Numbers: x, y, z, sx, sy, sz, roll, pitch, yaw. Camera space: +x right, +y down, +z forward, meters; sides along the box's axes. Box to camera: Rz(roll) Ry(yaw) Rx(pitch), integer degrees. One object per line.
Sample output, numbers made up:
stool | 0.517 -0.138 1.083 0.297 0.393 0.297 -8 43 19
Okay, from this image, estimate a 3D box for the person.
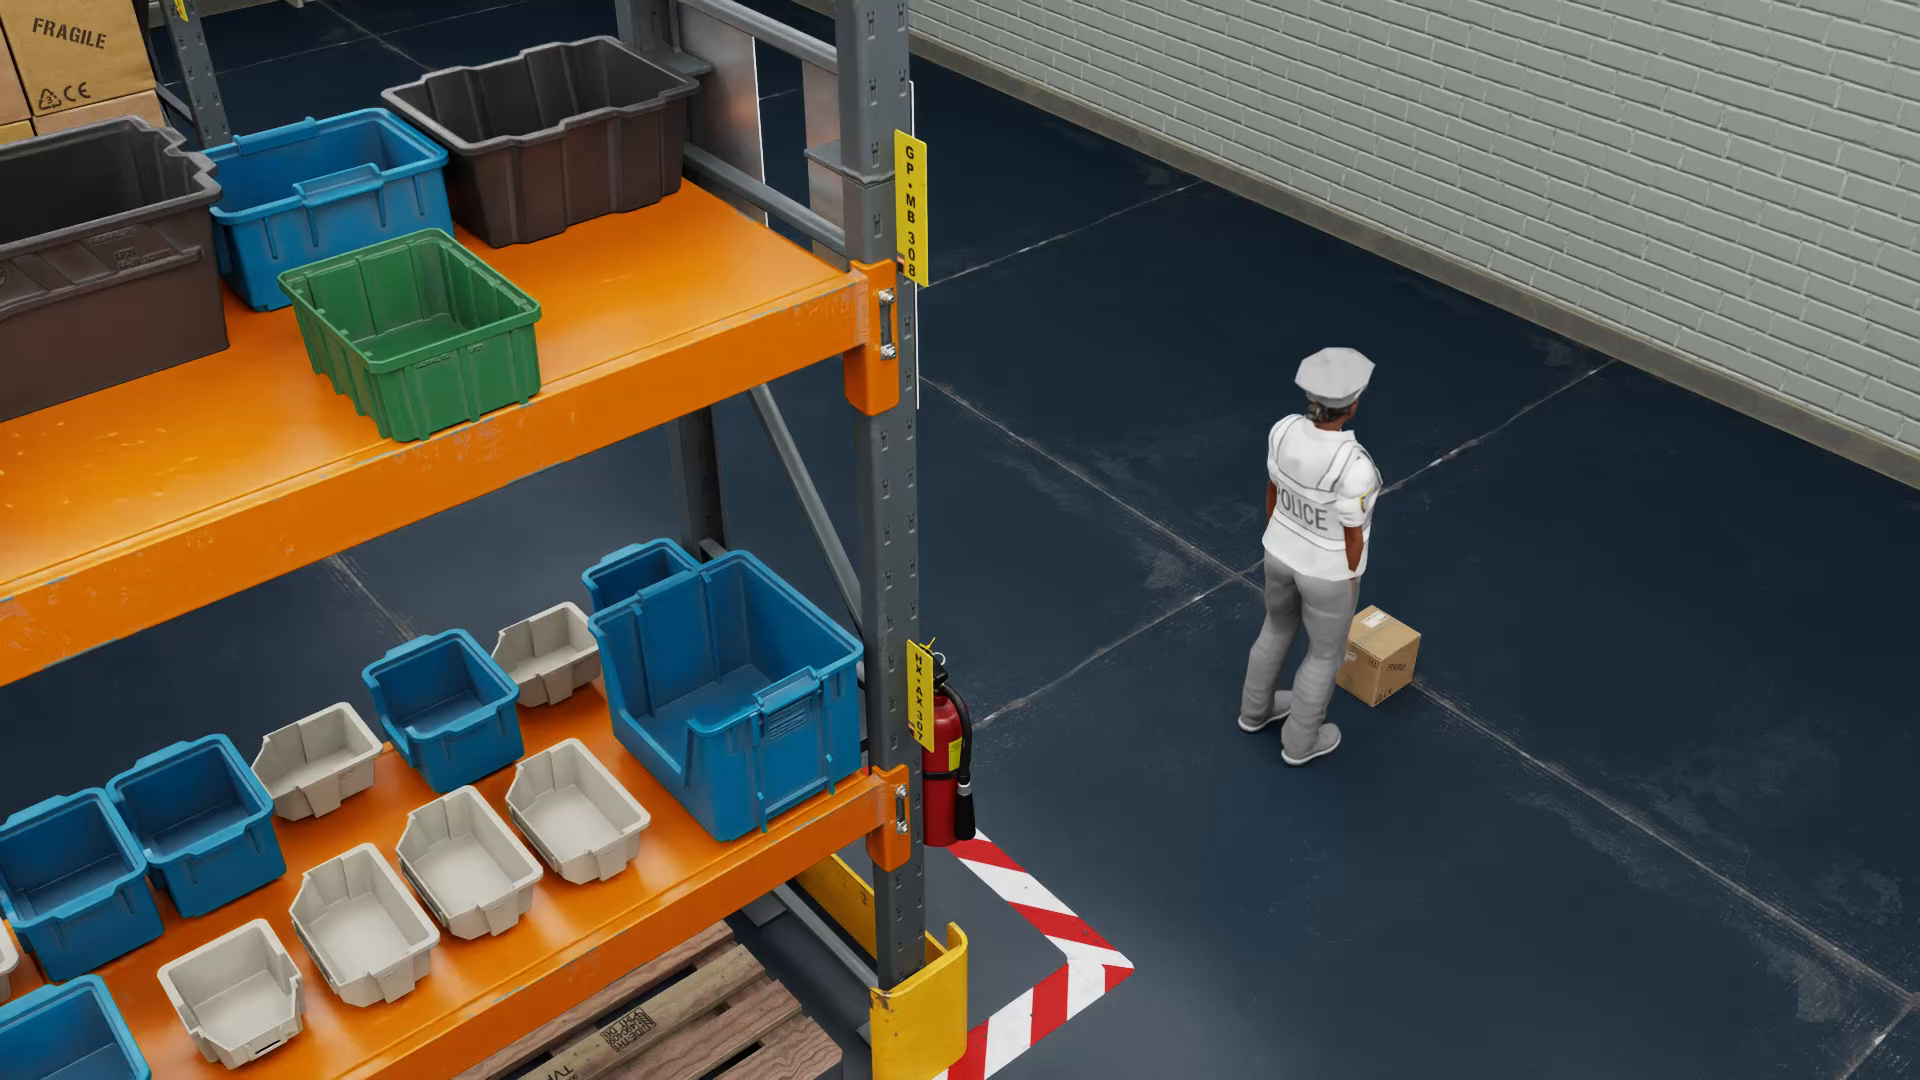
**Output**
person | 1.279 0.071 6.047 0.341 1.672 0.437 -25 43 -30
